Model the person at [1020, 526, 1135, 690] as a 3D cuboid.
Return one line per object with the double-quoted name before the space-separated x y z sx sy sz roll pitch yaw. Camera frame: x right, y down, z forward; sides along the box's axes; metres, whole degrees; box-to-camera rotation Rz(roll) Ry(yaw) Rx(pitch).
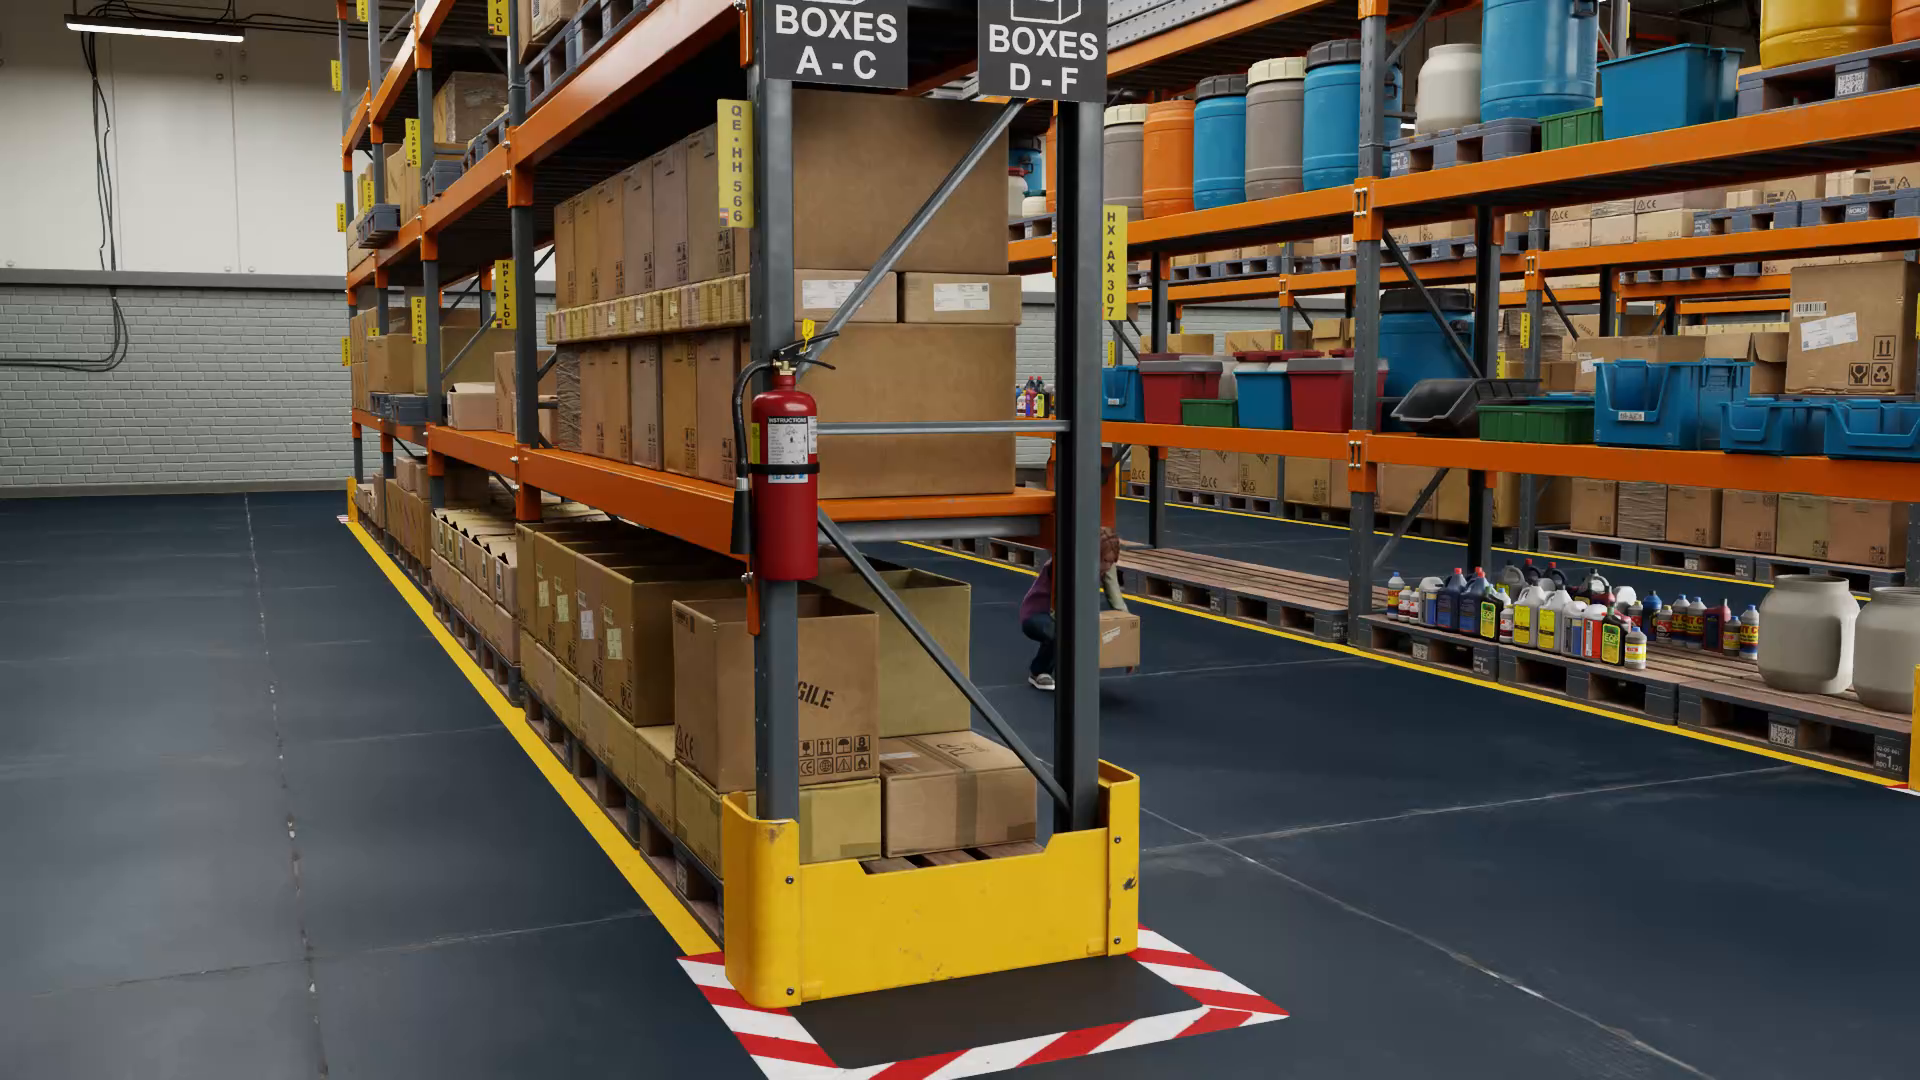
"person" 0.602 0.364 8.720 0.448 0.881 0.810 -2 6 -24
